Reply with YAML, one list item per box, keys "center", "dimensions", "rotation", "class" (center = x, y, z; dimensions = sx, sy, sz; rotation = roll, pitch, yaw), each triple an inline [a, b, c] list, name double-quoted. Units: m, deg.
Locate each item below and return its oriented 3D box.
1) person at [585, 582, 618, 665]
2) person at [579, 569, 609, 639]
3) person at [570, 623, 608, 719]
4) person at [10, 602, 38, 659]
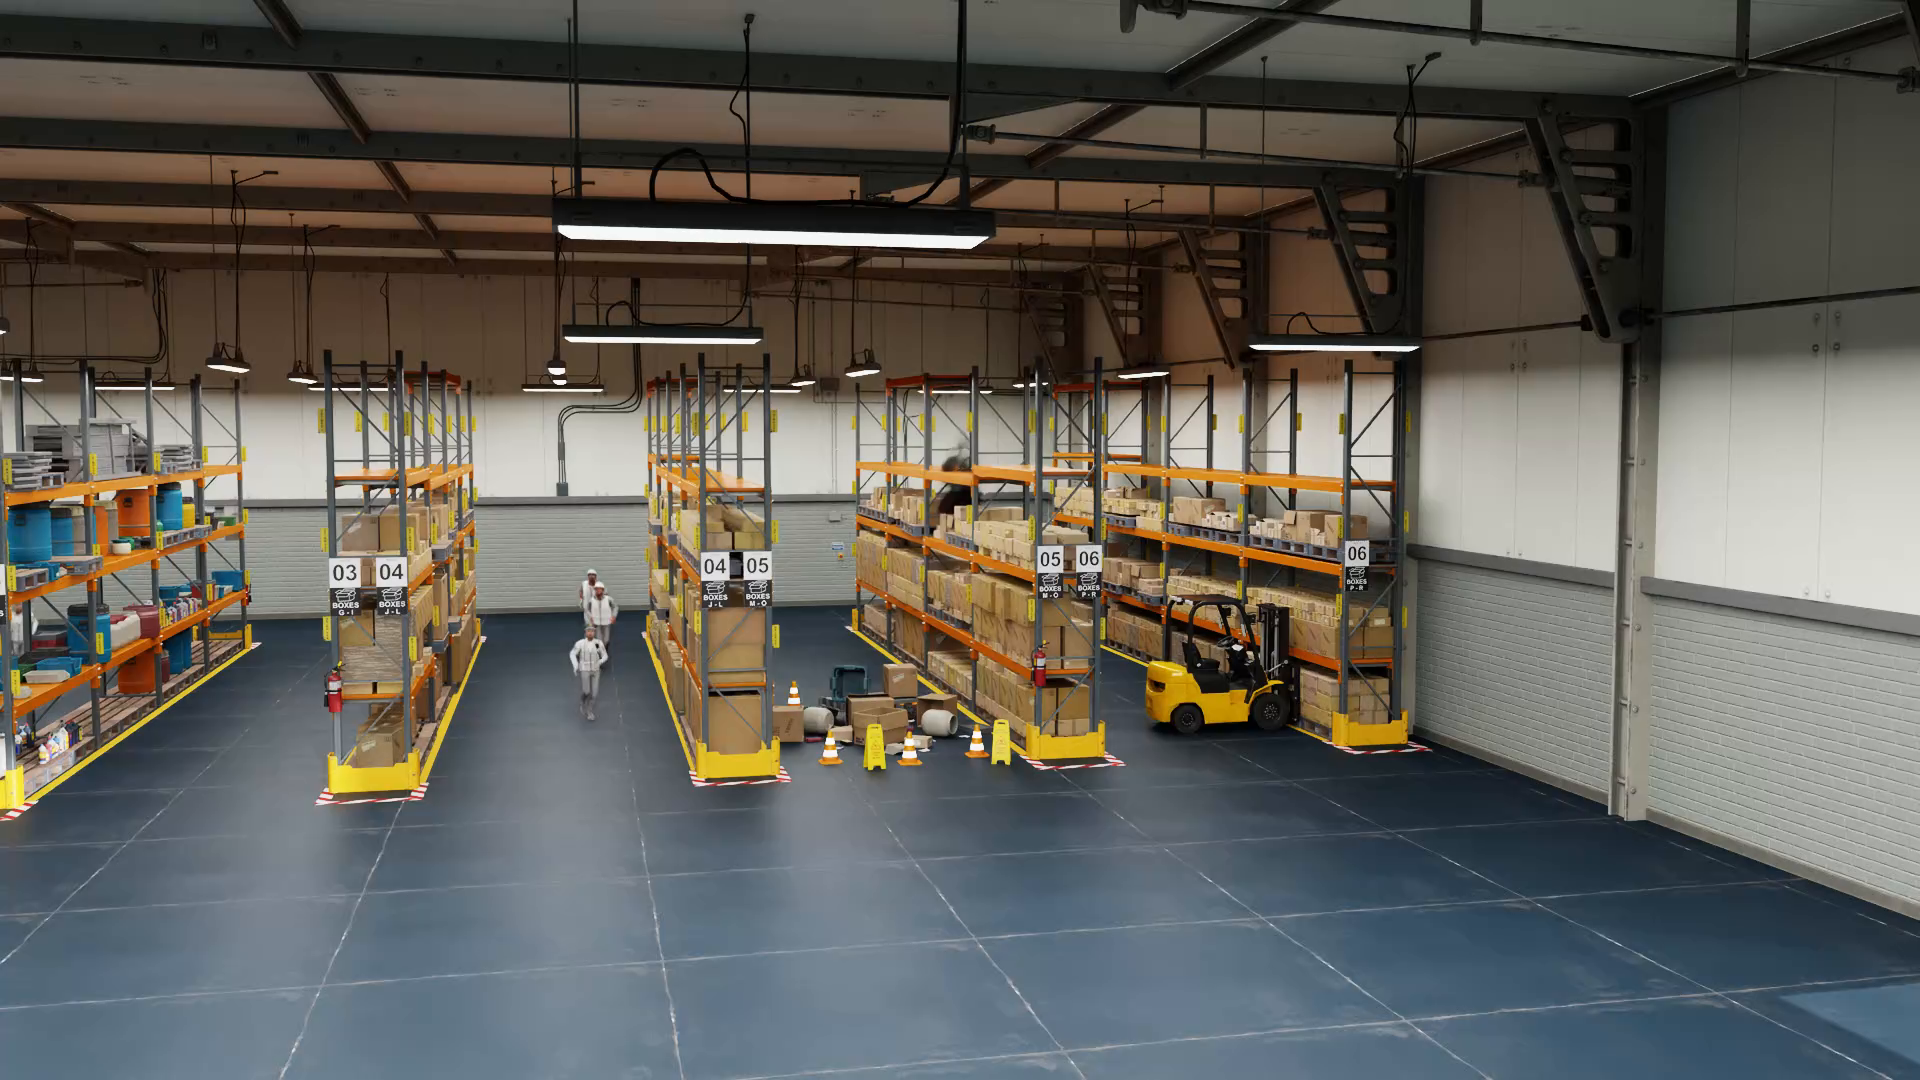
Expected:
- center: [-7.424, 1.745, 34.418]
  dimensions: [0.671, 1.732, 0.522]
  rotation: [-1, 4, -9]
  class: "person"
- center: [-8.133, 1.552, 36.934]
  dimensions: [0.660, 1.827, 0.761]
  rotation: [-1, 4, -8]
  class: "person"
- center: [-6.240, 2.225, 28.081]
  dimensions: [0.614, 1.640, 0.547]
  rotation: [-1, 4, -20]
  class: "person"
- center: [-17.840, 1.939, 31.555]
  dimensions: [0.612, 1.702, 0.920]
  rotation: [-2, 4, -26]
  class: "person"
